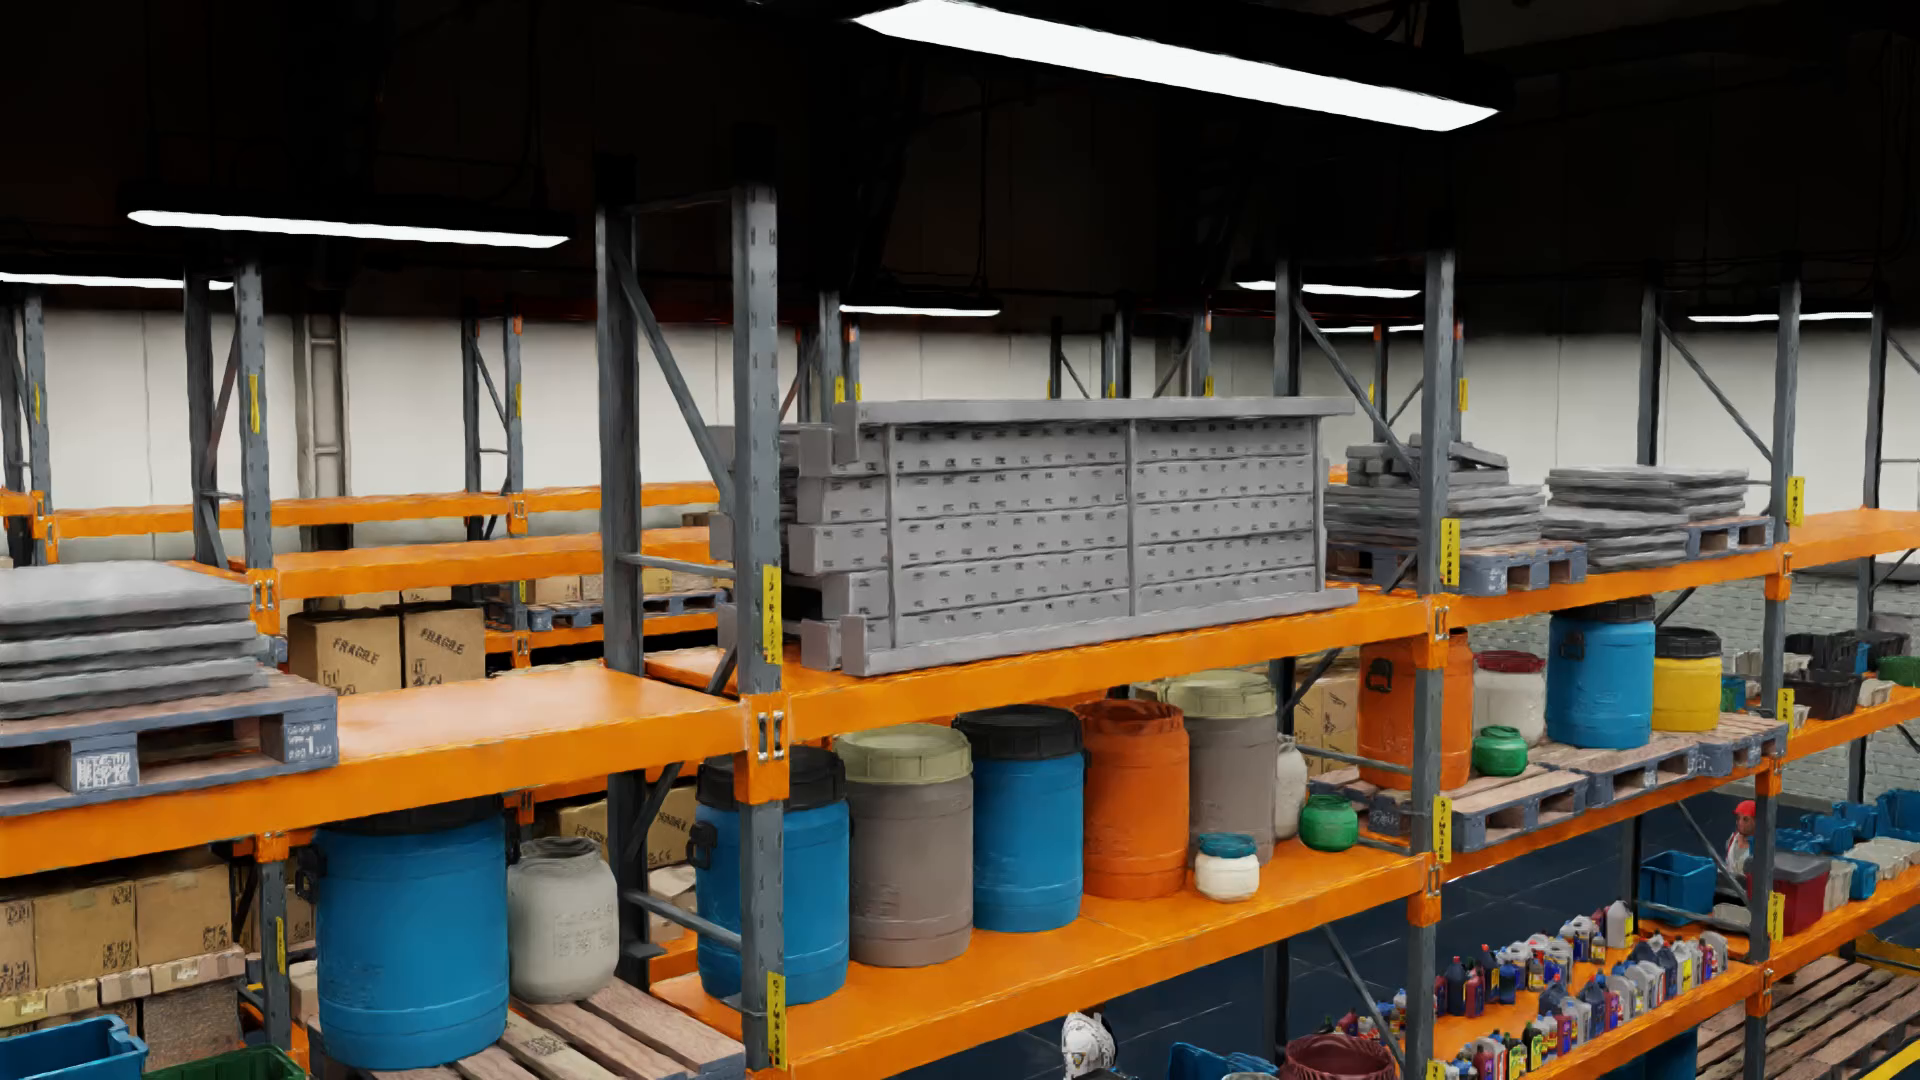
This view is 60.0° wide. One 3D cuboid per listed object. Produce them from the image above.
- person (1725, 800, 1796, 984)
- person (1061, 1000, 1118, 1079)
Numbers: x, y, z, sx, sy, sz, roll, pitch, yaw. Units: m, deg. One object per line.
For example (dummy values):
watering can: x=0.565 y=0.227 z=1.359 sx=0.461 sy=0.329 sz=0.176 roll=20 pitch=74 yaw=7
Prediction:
person: x=6.531 y=3.005 z=13.712 sx=0.960 sy=1.748 sz=0.577 roll=-3 pitch=6 yaw=-26
person: x=0.786 y=3.387 z=9.906 sx=0.416 sy=1.679 sz=0.507 roll=2 pitch=6 yaw=17
